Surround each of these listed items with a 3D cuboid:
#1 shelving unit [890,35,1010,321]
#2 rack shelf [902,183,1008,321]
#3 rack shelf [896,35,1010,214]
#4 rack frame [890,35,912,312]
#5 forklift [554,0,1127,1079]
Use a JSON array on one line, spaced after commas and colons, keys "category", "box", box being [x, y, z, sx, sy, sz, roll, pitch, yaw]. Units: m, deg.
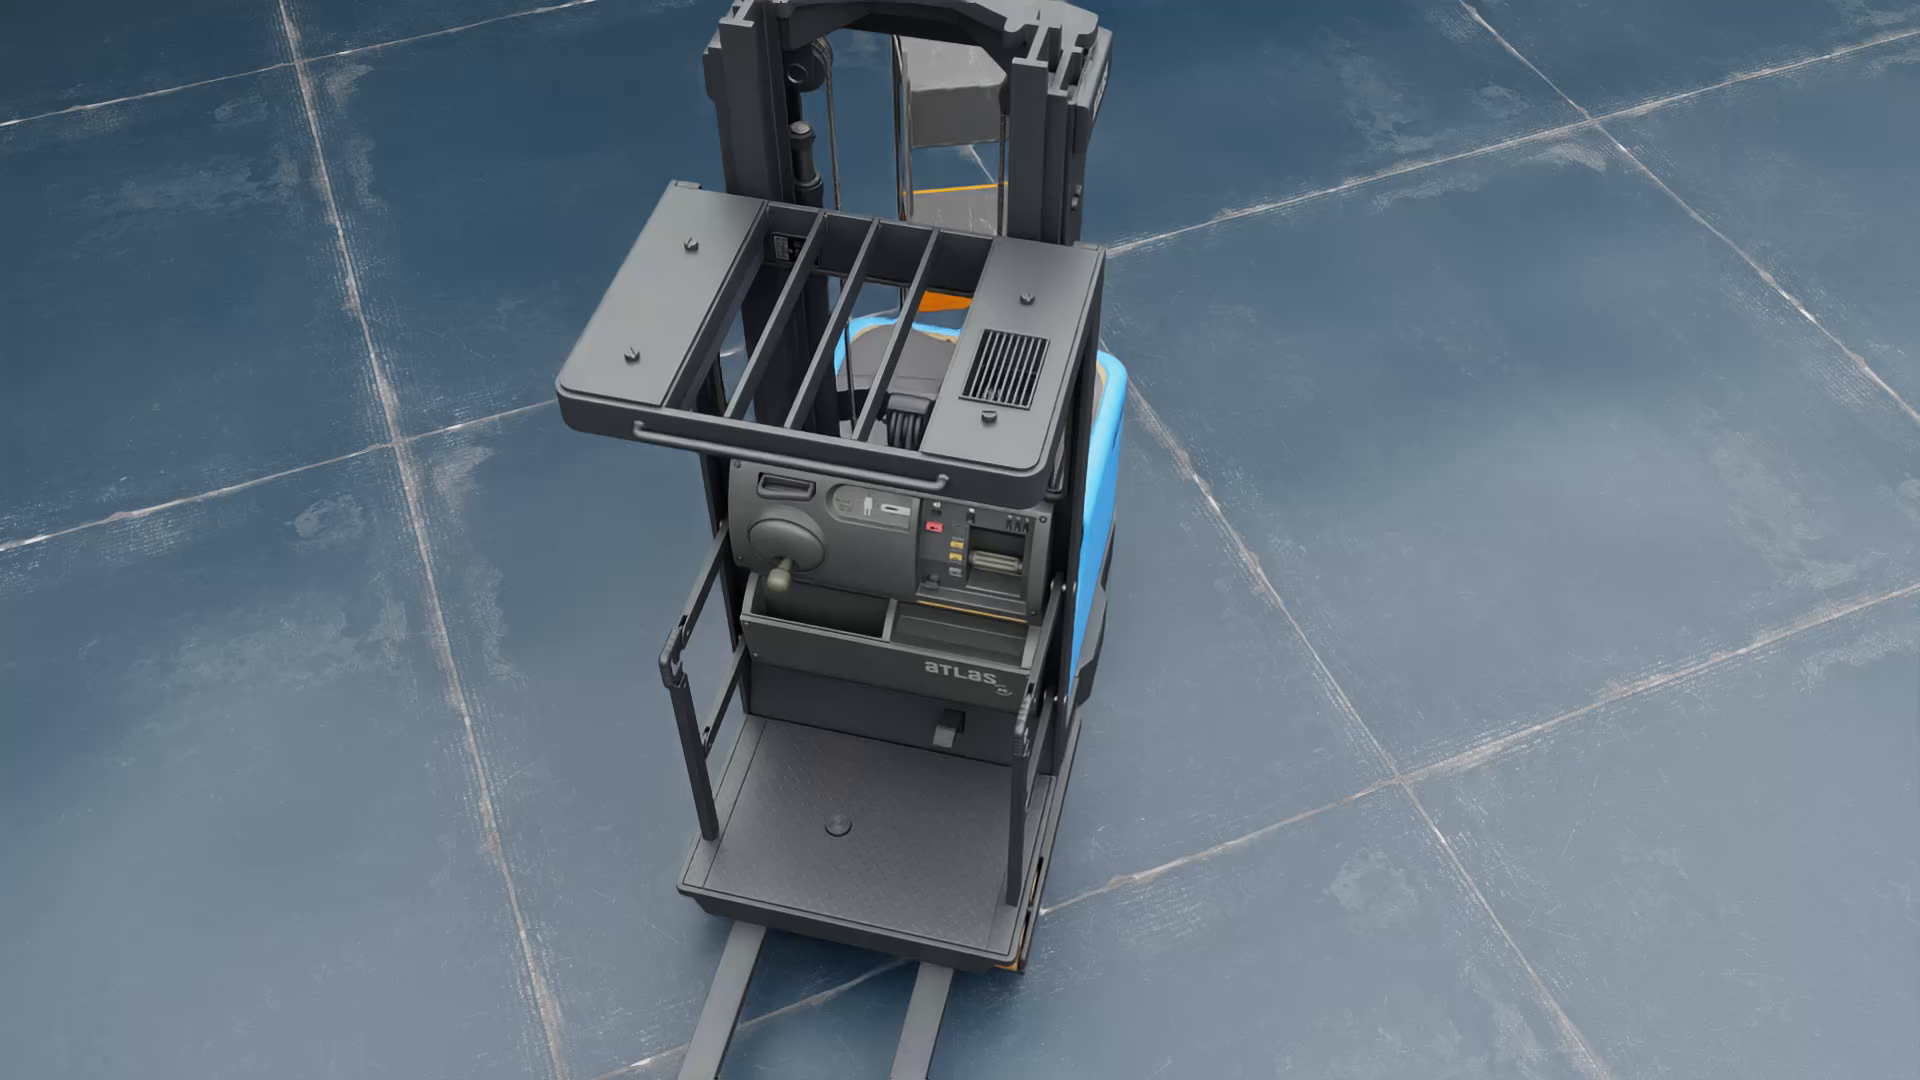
[{"category": "shelving unit", "box": [0.045, -0.994, 6.061, 0.503, 2.100, 0.431, -6, 50, -5]}, {"category": "rack shelf", "box": [0.045, -0.985, 6.071, 0.480, 0.518, 0.431, -6, 50, -5]}, {"category": "rack shelf", "box": [0.045, -1.441, 5.540, 0.480, 0.518, 0.431, -6, 50, -5]}, {"category": "rack frame", "box": [-0.197, -0.969, 6.039, 0.015, 2.100, 0.400, -6, 50, -5]}, {"category": "forklift", "box": [-0.254, 0.108, 4.566, 1.130, 2.935, 3.031, 10, 50, 9]}]
